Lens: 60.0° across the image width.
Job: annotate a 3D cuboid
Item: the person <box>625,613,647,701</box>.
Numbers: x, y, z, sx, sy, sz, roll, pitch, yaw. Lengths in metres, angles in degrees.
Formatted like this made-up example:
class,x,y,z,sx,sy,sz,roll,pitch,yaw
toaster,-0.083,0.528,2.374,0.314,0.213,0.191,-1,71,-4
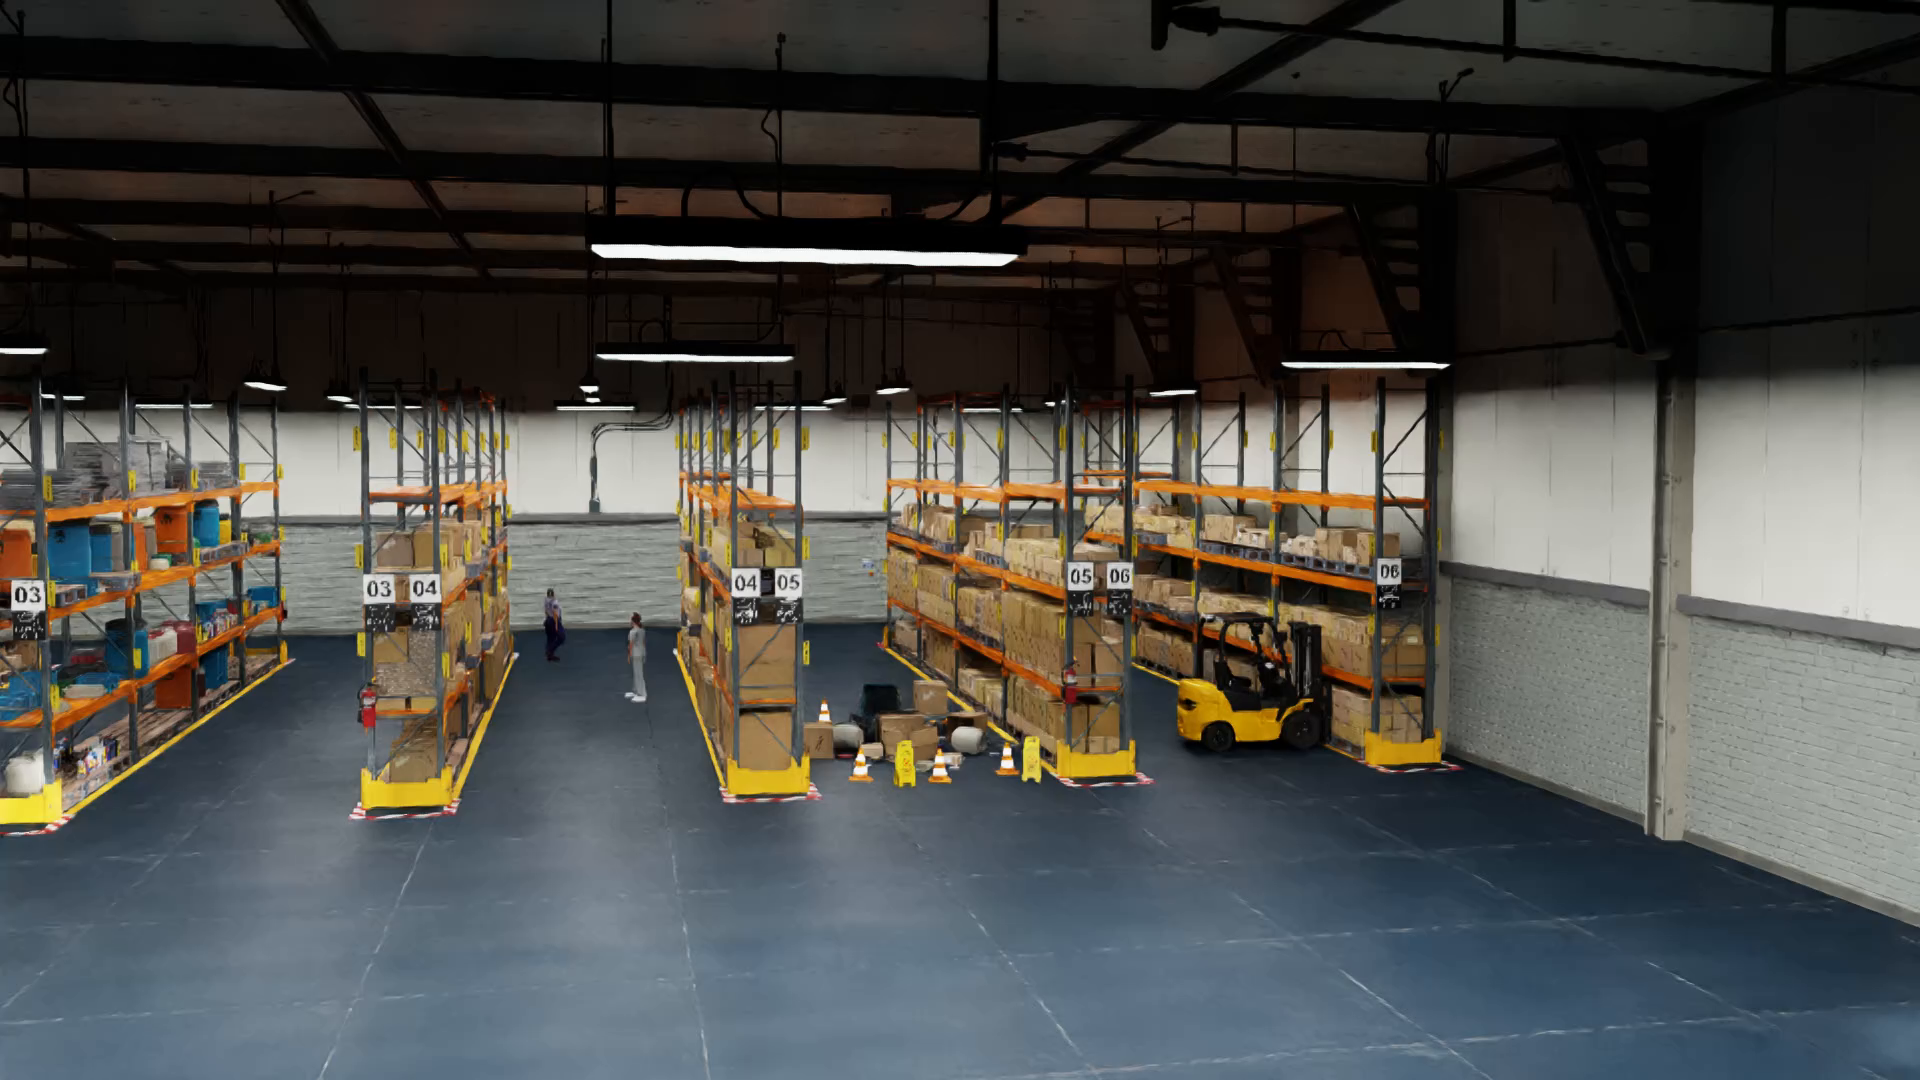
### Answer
class,x,y,z,sx,sy,sz,roll,pitch,yaw
person,-6.272,2.238,32.137,0.569,1.668,0.562,1,4,17

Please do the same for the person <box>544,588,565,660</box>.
class,x,y,z,sx,sy,sz,roll,pitch,yaw
person,-9.301,1.925,37.926,0.437,1.645,0.539,-3,5,-42
